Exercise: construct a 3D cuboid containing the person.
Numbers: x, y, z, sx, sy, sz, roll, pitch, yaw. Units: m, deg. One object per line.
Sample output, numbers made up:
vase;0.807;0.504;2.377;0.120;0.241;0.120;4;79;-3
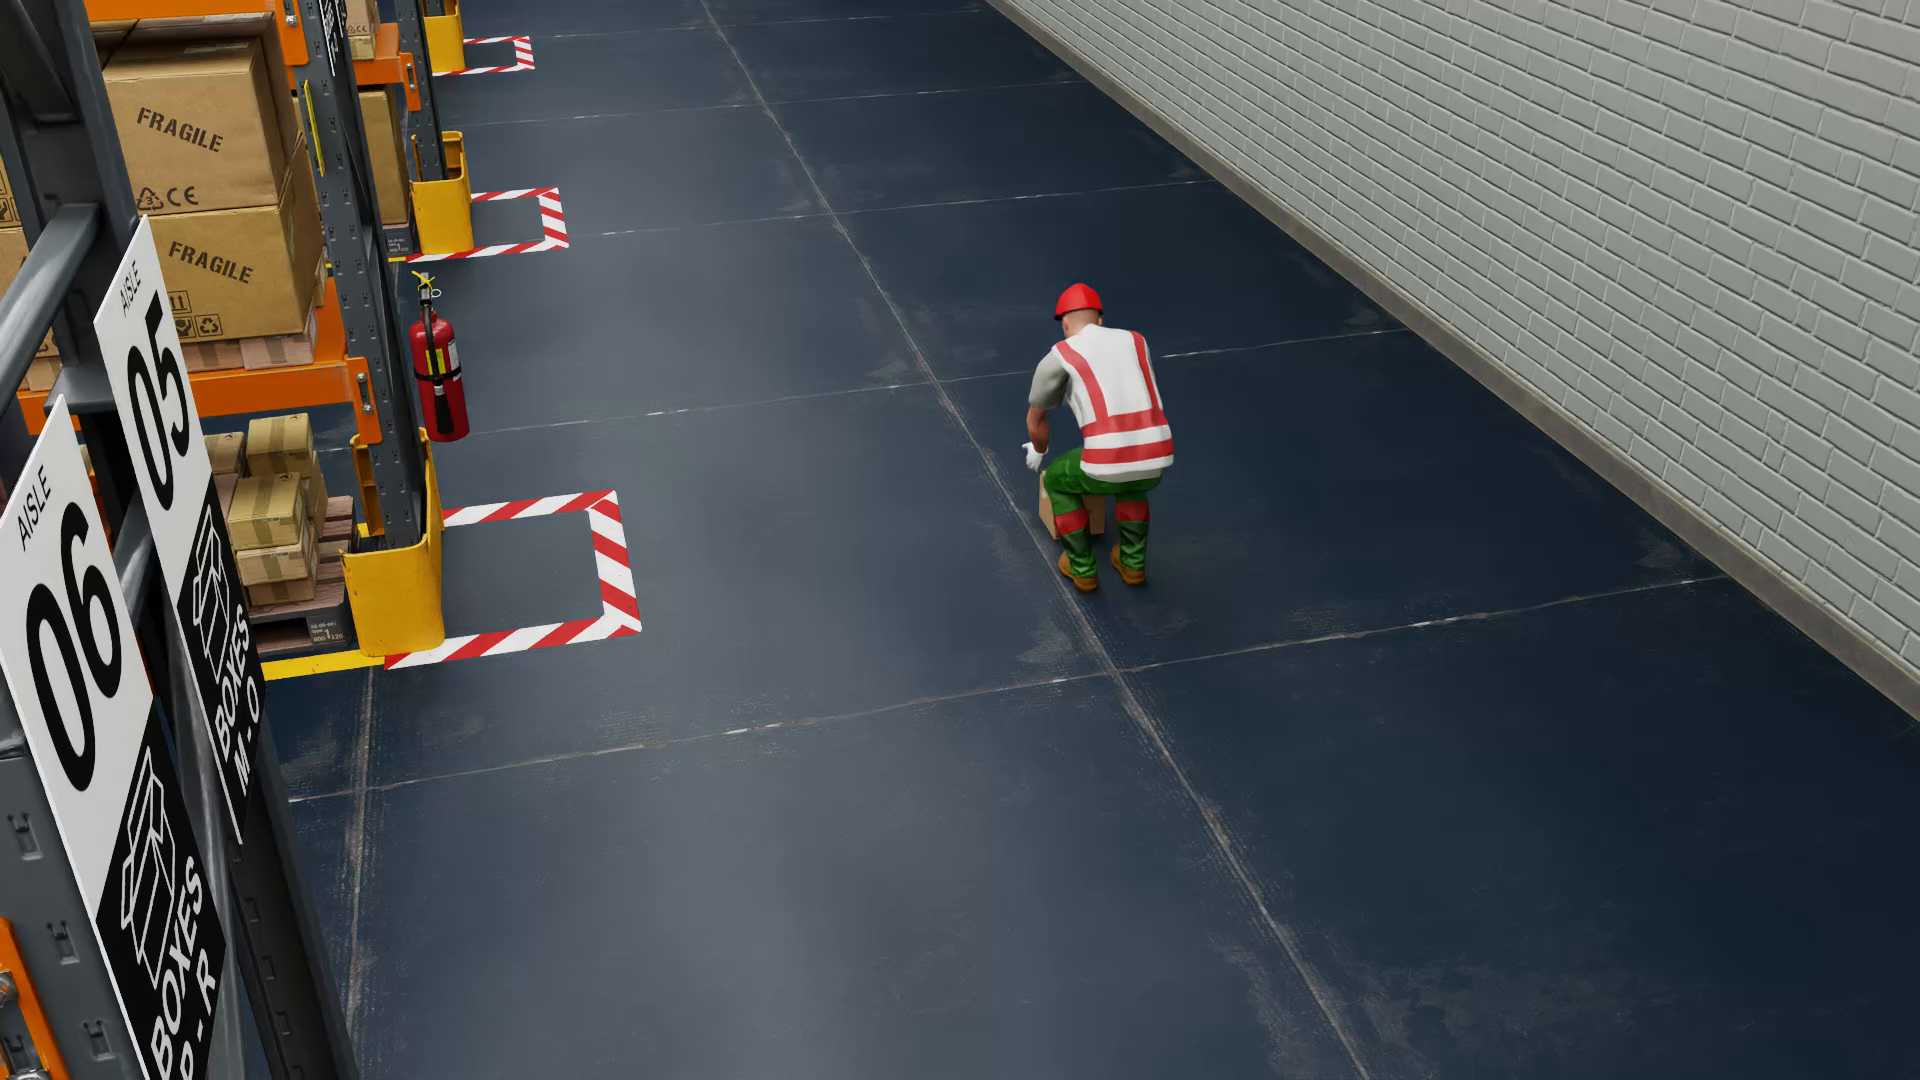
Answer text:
person;0.602;-0.418;7.331;0.583;1.290;0.819;-8;31;-13
